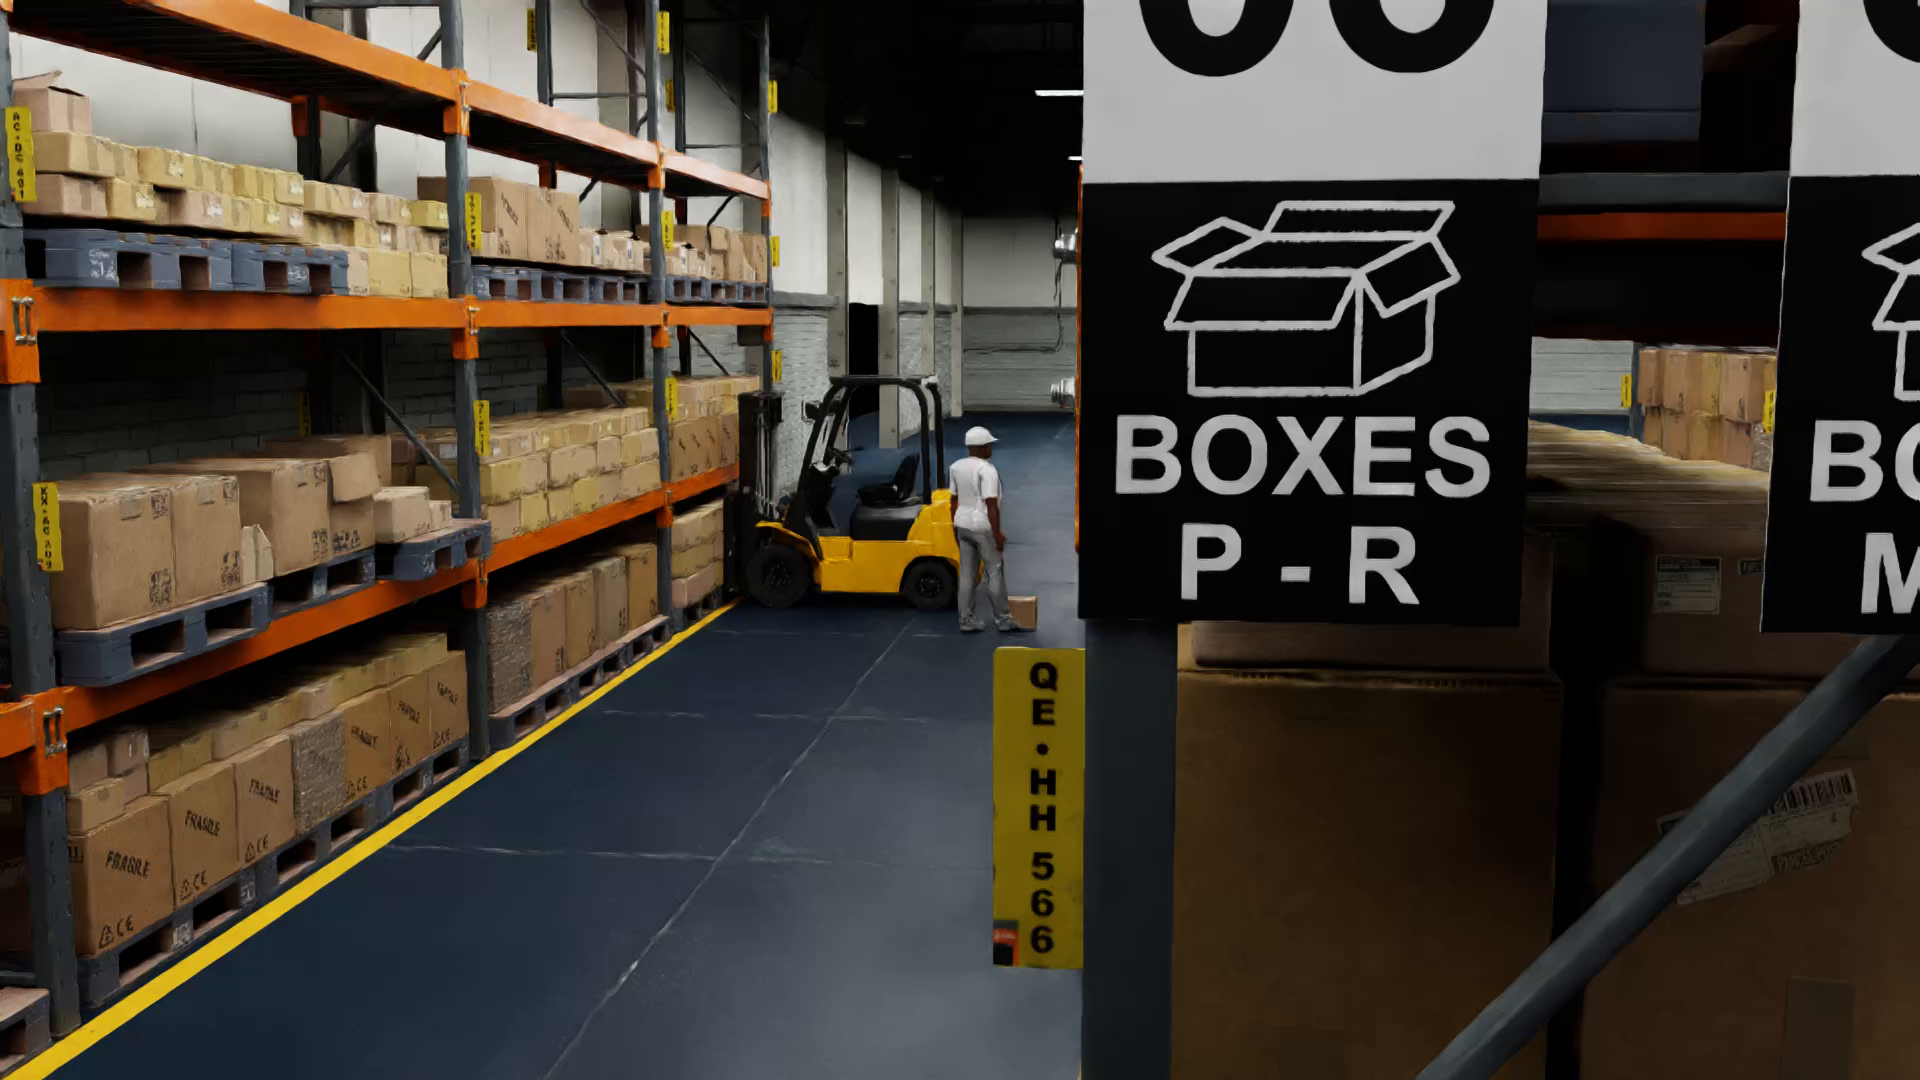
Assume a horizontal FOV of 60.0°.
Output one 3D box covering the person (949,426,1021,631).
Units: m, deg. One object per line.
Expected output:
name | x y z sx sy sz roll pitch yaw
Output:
person | 0.223 -0.102 14.391 0.571 1.769 0.578 -7 10 -41
